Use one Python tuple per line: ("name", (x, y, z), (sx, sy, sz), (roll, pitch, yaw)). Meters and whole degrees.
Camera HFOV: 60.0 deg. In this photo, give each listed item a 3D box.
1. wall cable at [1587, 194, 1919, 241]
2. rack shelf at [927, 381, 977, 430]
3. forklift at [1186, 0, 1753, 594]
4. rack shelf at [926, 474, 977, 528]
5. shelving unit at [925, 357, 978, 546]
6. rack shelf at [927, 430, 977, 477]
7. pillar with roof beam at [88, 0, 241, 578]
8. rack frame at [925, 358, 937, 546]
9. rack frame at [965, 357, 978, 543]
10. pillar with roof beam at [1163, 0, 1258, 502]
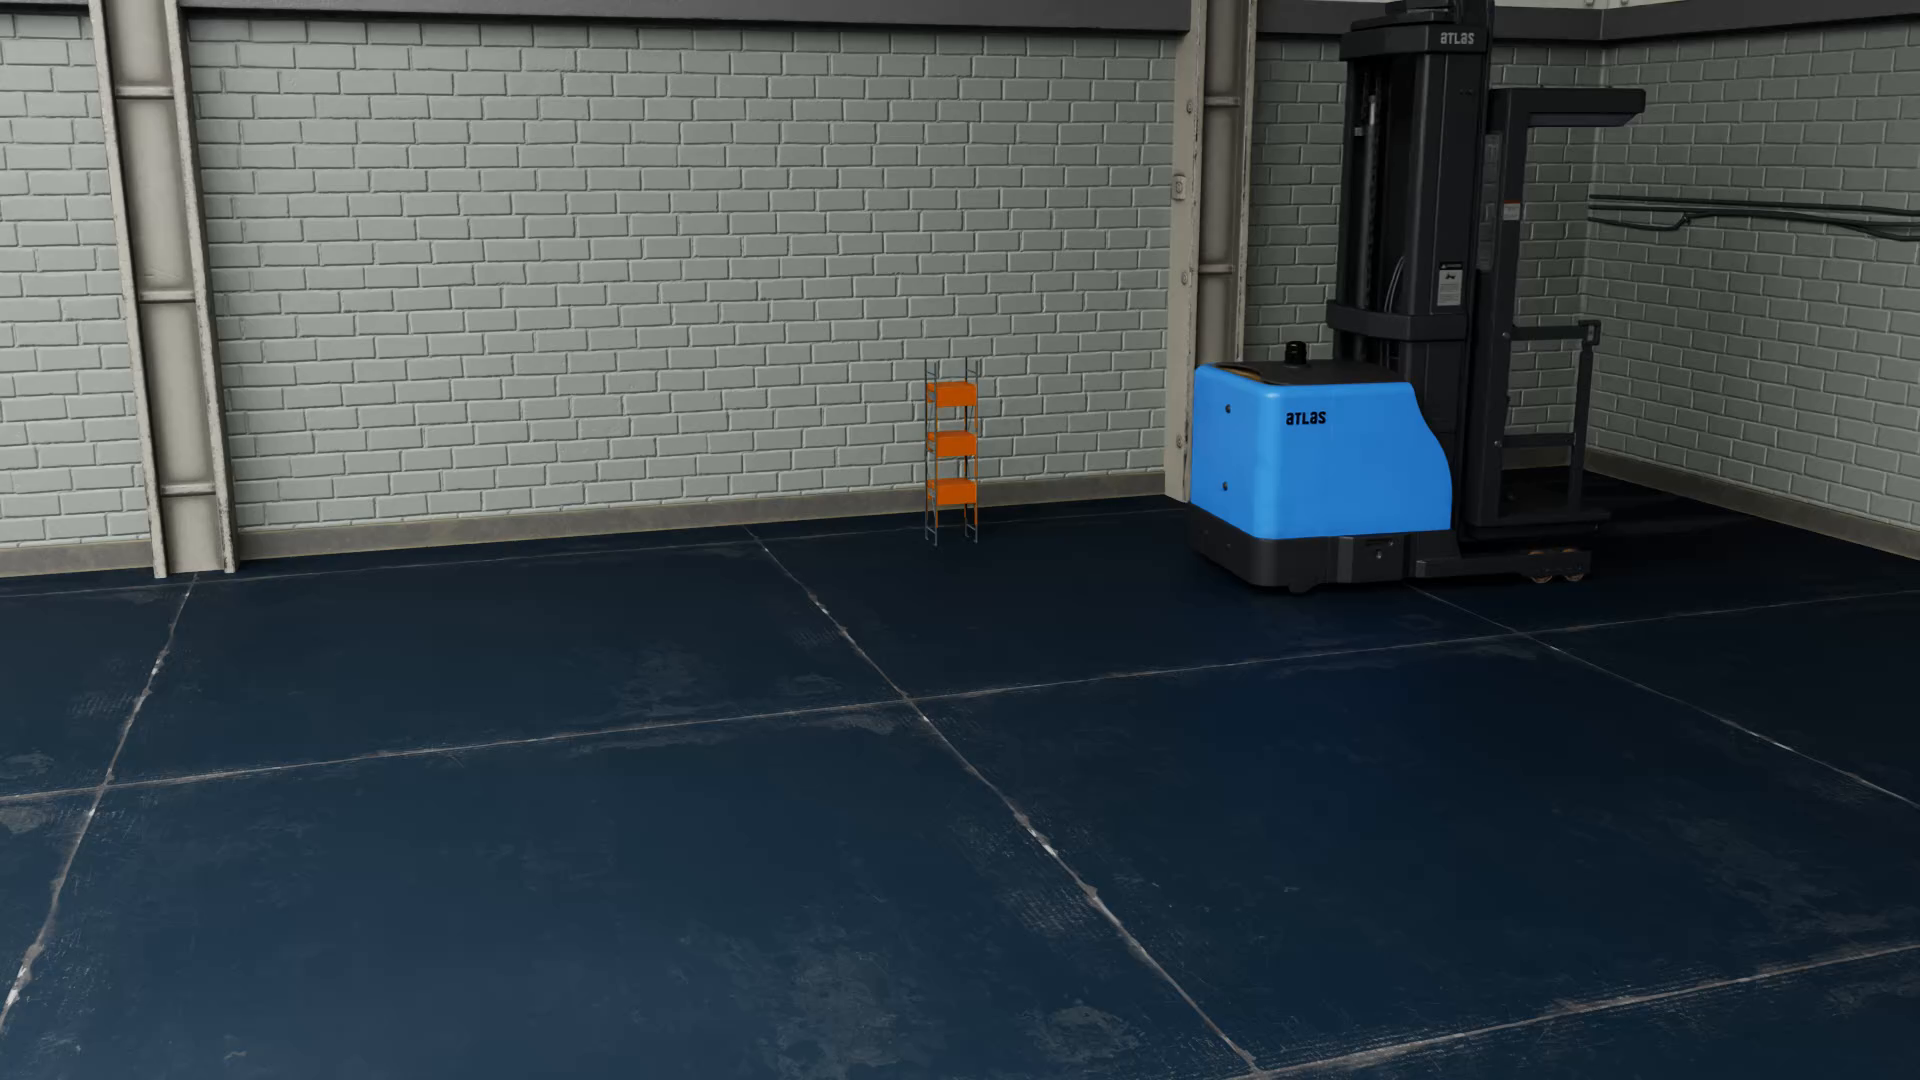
("wall cable", (4.782, -3.084, 9.870), (0.112, 2.526, 3.097), (-4, 14, -18))
("rack shelf", (-0.051, -0.773, 9.441), (0.240, 0.259, 0.215), (-4, 14, -18))
("forklift", (2.830, -1.317, 8.846), (3.031, 2.935, 1.130), (-3, 14, -13))
("rack shelf", (-0.051, -0.226, 9.571), (0.240, 0.259, 0.215), (-4, 14, -18))
("shelving unit", (-0.051, -0.507, 9.505), (0.252, 1.050, 0.215), (-4, 14, -18))
("rack shelf", (-0.051, -0.497, 9.507), (0.240, 0.259, 0.215), (-4, 14, -18))
("pillar with roof beam", (-2.745, -3.280, 3.985), (0.400, 9.000, 9.100), (-4, 14, -18))
("rack frame", (-0.166, -0.498, 9.467), (0.008, 1.050, 0.200), (-4, 14, -18))
("rack frame", (0.065, -0.516, 9.543), (0.008, 1.050, 0.200), (-4, 14, -18))
("pillar with roof beam", (2.942, -3.723, 5.847), (0.400, 9.000, 9.100), (-4, 14, -18))
